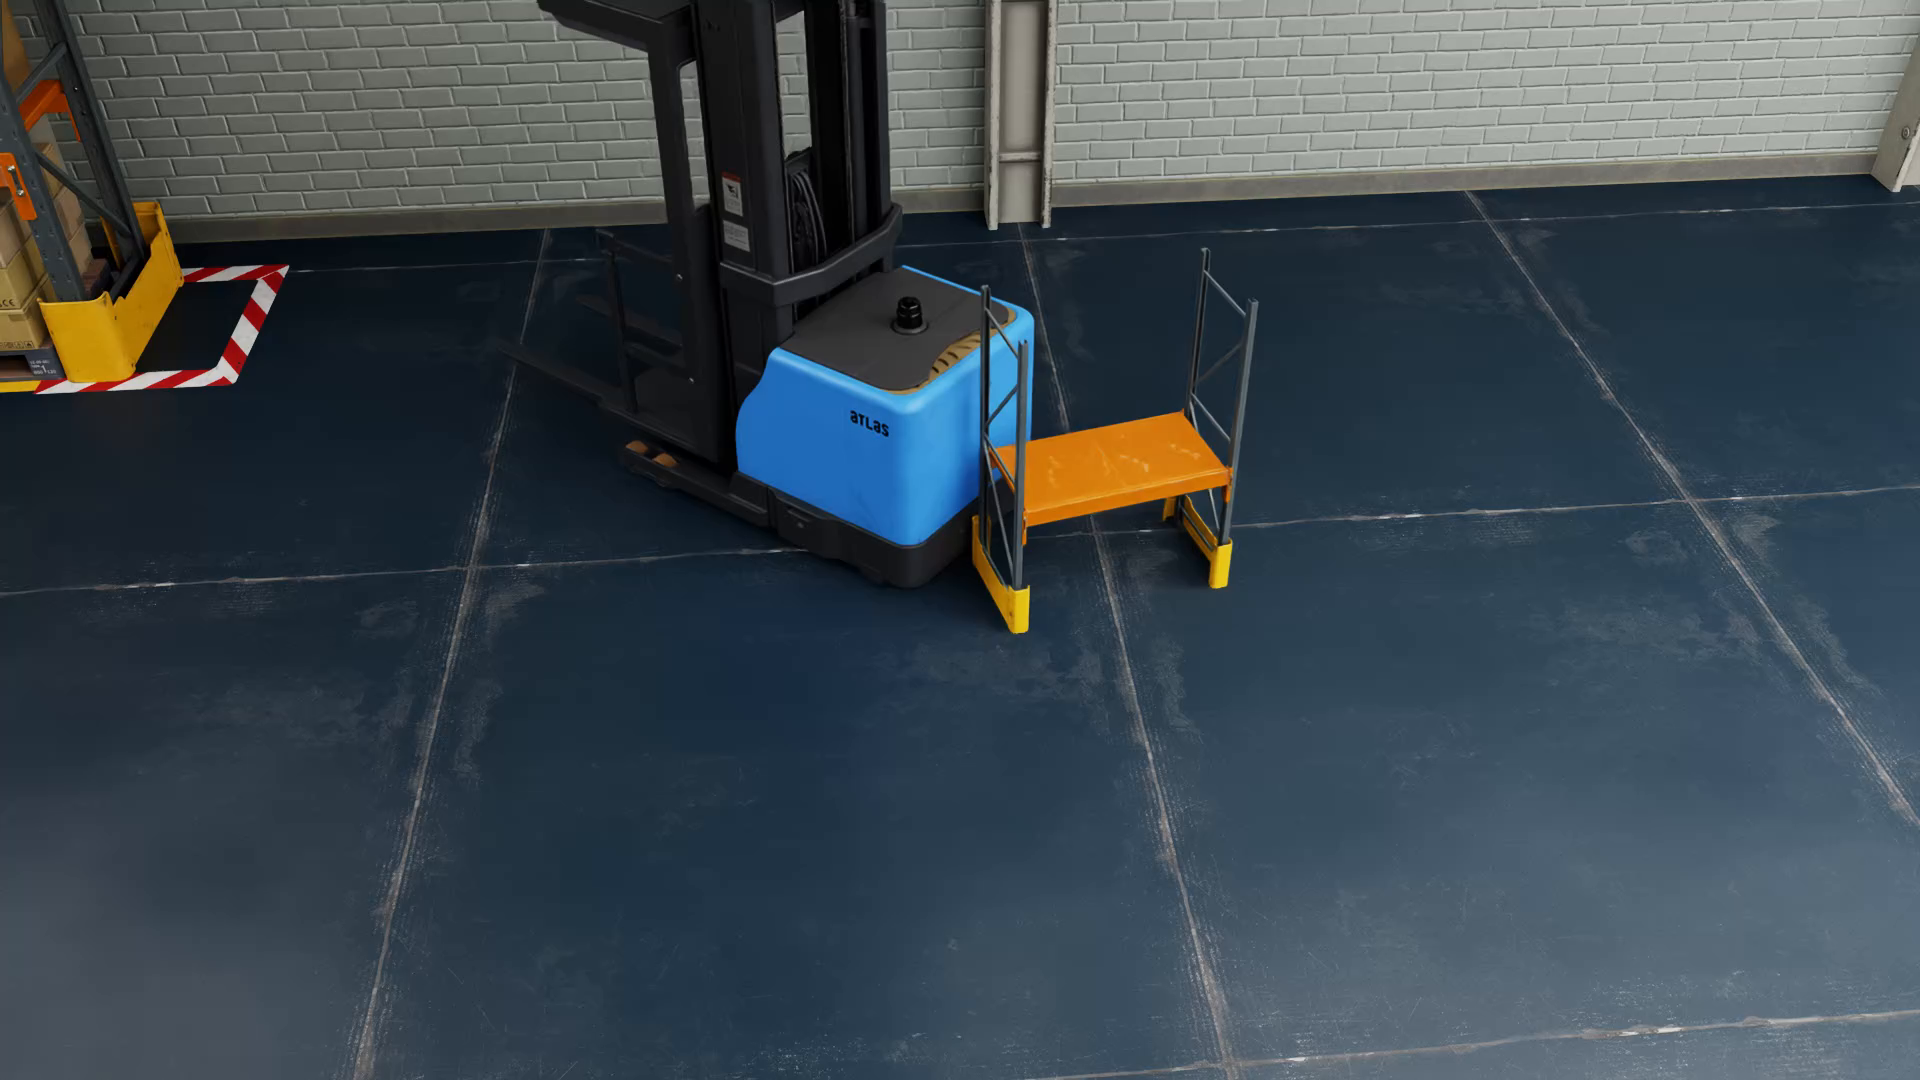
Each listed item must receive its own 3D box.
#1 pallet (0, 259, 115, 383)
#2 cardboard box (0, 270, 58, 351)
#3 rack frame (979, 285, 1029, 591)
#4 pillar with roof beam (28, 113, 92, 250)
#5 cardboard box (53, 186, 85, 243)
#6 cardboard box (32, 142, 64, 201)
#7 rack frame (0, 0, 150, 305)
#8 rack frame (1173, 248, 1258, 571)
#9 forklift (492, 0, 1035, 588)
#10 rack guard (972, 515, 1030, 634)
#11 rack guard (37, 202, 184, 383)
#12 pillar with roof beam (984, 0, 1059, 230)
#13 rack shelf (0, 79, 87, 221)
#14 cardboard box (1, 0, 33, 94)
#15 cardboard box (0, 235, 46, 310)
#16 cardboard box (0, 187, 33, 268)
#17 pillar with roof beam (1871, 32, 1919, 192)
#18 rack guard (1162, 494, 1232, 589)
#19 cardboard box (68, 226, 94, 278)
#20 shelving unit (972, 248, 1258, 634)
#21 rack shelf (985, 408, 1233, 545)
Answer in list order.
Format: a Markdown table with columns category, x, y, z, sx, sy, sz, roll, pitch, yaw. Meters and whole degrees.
| category | x | y | z | sx | sy | sz | roll | pitch | yaw |
| --- | --- | --- | --- | --- | --- | --- | --- | --- | --- |
| pallet | -5.596 | -1.244 | 9.479 | 1.213 | 0.211 | 1.003 | -3 | 38 | -4 |
| cardboard box | -5.278 | -1.272 | 9.143 | 0.500 | 0.250 | 0.500 | -3 | 38 | -4 |
| rack frame | 0.182 | -0.338 | 7.290 | 0.032 | 1.500 | 0.500 | -12 | 40 | -15 |
| pillar with roof beam | -5.230 | -2.624 | 4.132 | 0.400 | 9.000 | 9.100 | -3 | 38 | -4 |
| cardboard box | -5.325 | -1.791 | 9.397 | 0.500 | 0.250 | 0.500 | -2 | 38 | -3 |
| cardboard box | -5.334 | -1.975 | 9.227 | 0.500 | 0.250 | 0.500 | -4 | 38 | -5 |
| rack frame | -4.838 | -2.407 | 8.701 | 0.127 | 3.000 | 1.000 | -3 | 38 | -4 |
| rack frame | 1.145 | -0.540 | 7.546 | 0.032 | 1.500 | 0.500 | -12 | 40 | -15 |
| forklift | -1.131 | -1.659 | 7.808 | 3.031 | 2.935 | 1.130 | 24 | 44 | 27 |
| rack guard | 0.183 | 0.152 | 7.677 | 0.087 | 0.250 | 0.587 | -12 | 40 | -15 |
| rack guard | -4.814 | -1.427 | 9.477 | 0.348 | 0.500 | 1.175 | -3 | 38 | -4 |
| pillar with roof beam | 0.746 | -2.953 | 4.550 | 0.400 | 9.000 | 9.100 | -3 | 38 | -4 |
| rack shelf | -6.830 | -2.015 | 8.785 | 4.000 | 0.370 | 1.077 | -3 | 38 | -4 |
| cardboard box | -5.356 | -2.590 | 8.852 | 0.500 | 0.500 | 0.500 | -2 | 38 | -3 |
| cardboard box | -5.295 | -1.469 | 8.989 | 0.500 | 0.250 | 0.500 | -4 | 38 | -5 |
| cardboard box | -5.269 | -1.667 | 8.837 | 0.500 | 0.250 | 0.500 | -2 | 38 | -2 |
| pillar with roof beam | 6.723 | -3.282 | 4.967 | 0.400 | 9.000 | 9.100 | -3 | 38 | -4 |
| rack guard | 1.126 | -0.046 | 7.928 | 0.087 | 0.250 | 0.587 | -12 | 40 | -15 |
| cardboard box | -5.345 | -1.586 | 9.541 | 0.500 | 0.250 | 0.500 | -3 | 38 | -4 |
| shelving unit | 0.655 | -0.438 | 7.416 | 1.083 | 1.500 | 0.587 | -12 | 40 | -15 |
| rack shelf | 0.663 | -0.298 | 7.529 | 1.000 | 0.185 | 0.538 | -12 | 40 | -15 |
